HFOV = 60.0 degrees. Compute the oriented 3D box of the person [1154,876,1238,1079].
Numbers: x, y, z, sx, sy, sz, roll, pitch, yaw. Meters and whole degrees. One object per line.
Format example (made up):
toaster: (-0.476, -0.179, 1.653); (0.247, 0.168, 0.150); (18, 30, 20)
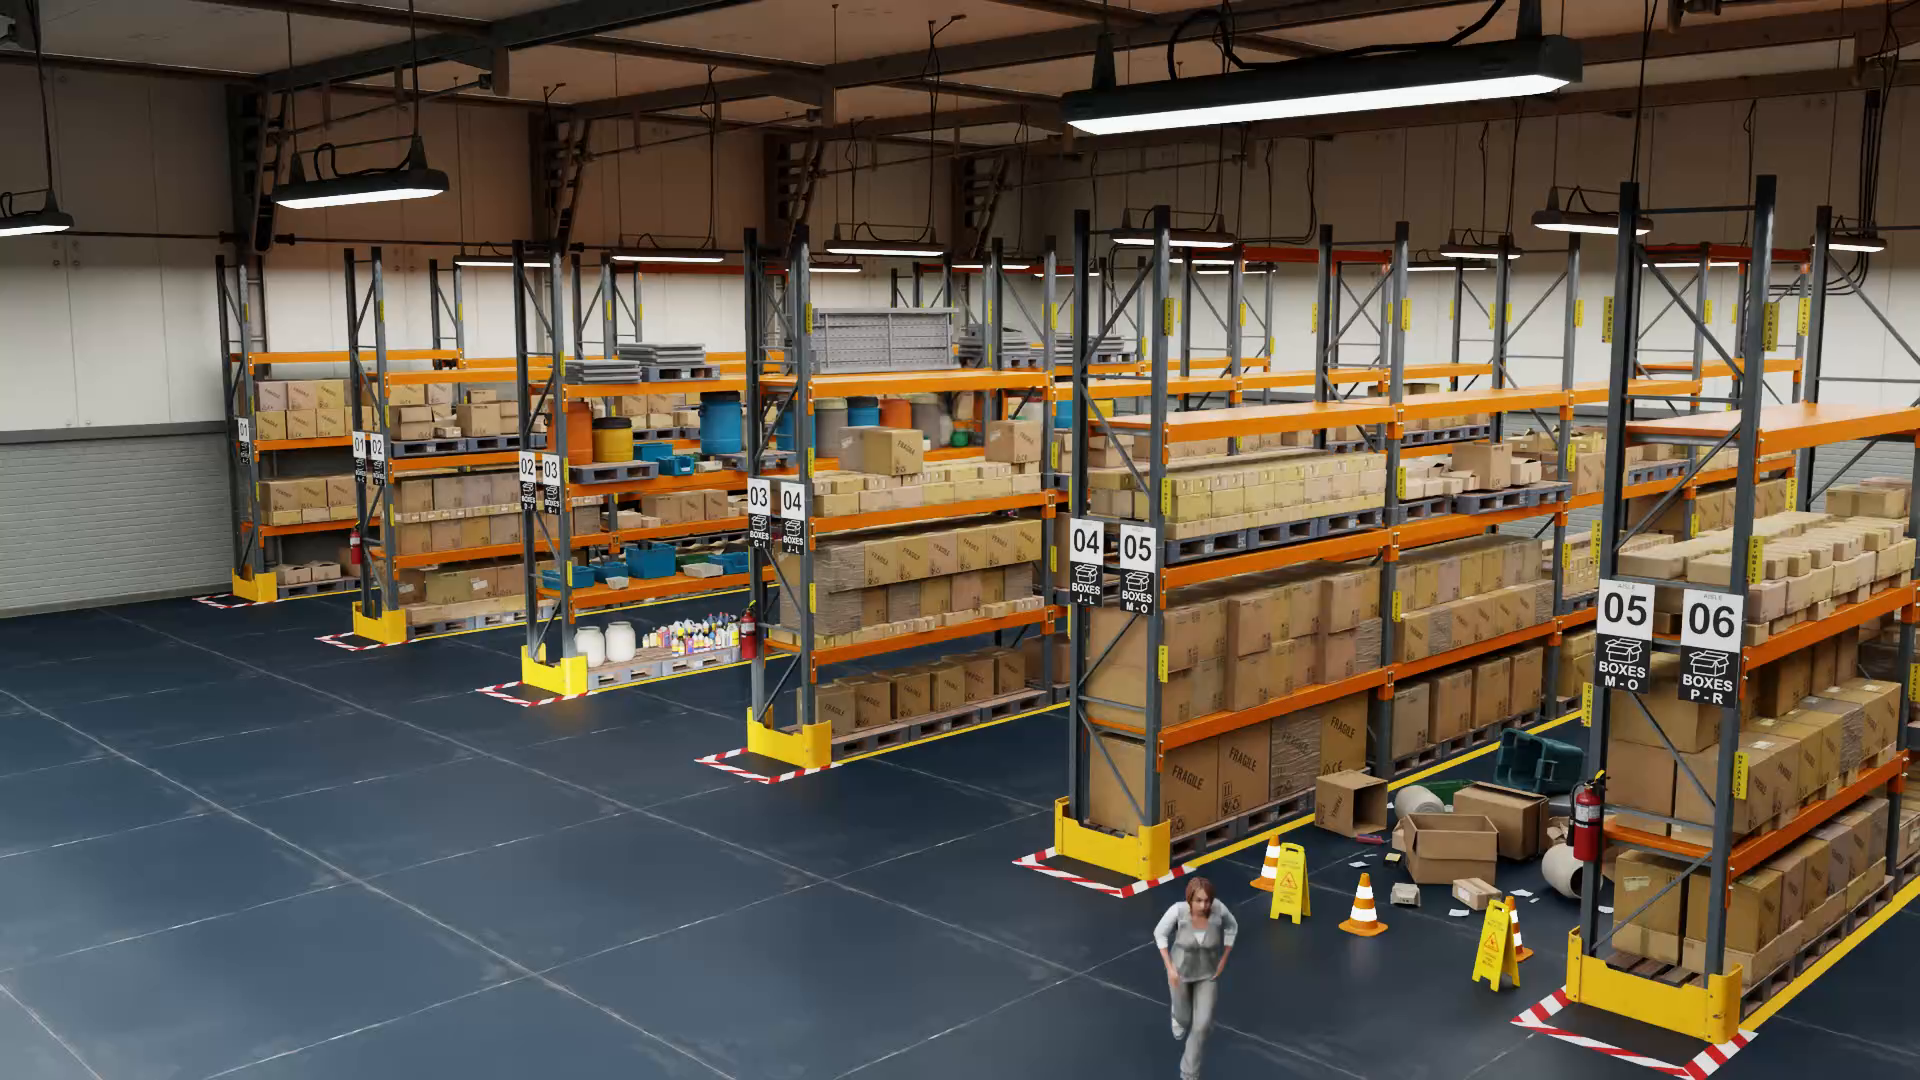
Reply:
person: (1.543, 2.881, 11.062); (0.548, 1.548, 0.859); (-1, 8, -4)
